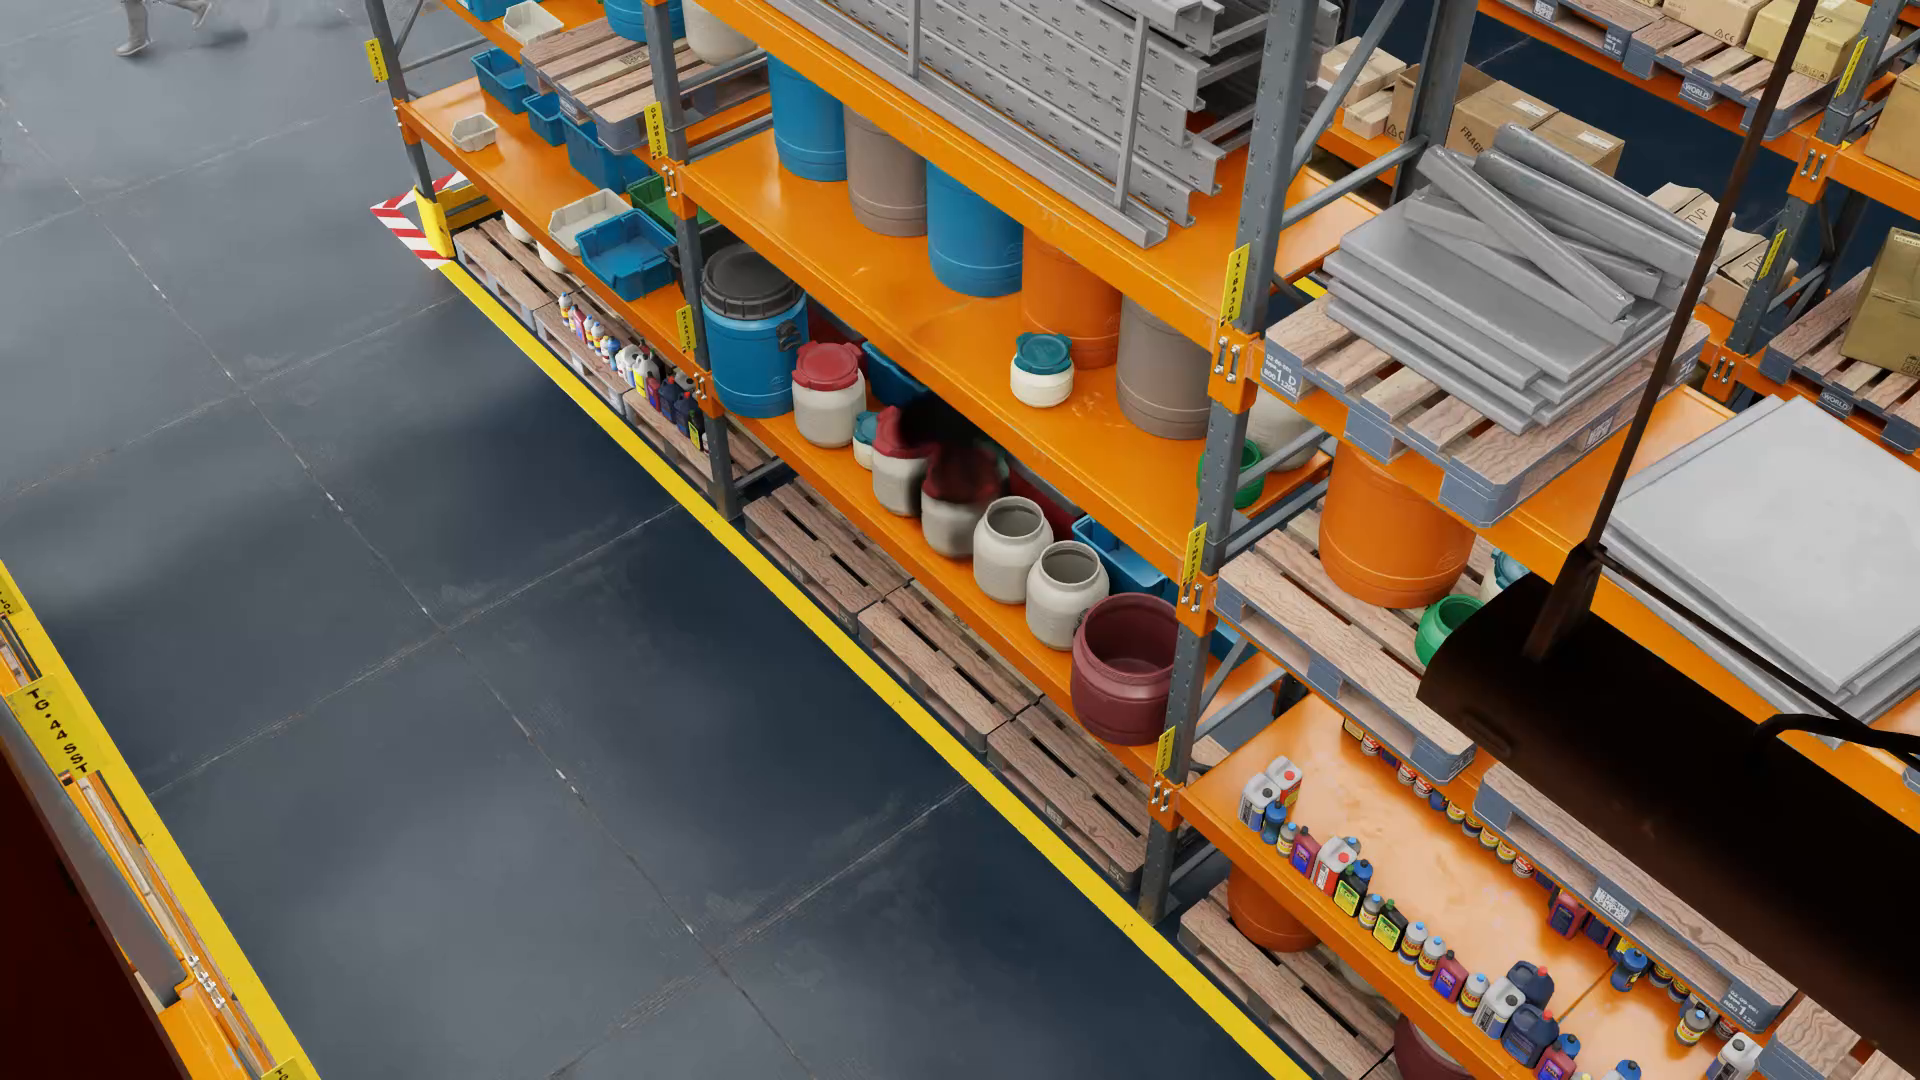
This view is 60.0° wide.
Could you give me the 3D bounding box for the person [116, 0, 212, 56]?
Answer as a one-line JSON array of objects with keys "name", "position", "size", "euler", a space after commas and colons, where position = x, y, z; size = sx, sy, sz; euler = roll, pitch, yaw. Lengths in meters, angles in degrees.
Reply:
[{"name": "person", "position": [-7.296, -5.150, 14.690], "size": [0.870, 1.699, 0.581], "euler": [-14, 48, -13]}]
